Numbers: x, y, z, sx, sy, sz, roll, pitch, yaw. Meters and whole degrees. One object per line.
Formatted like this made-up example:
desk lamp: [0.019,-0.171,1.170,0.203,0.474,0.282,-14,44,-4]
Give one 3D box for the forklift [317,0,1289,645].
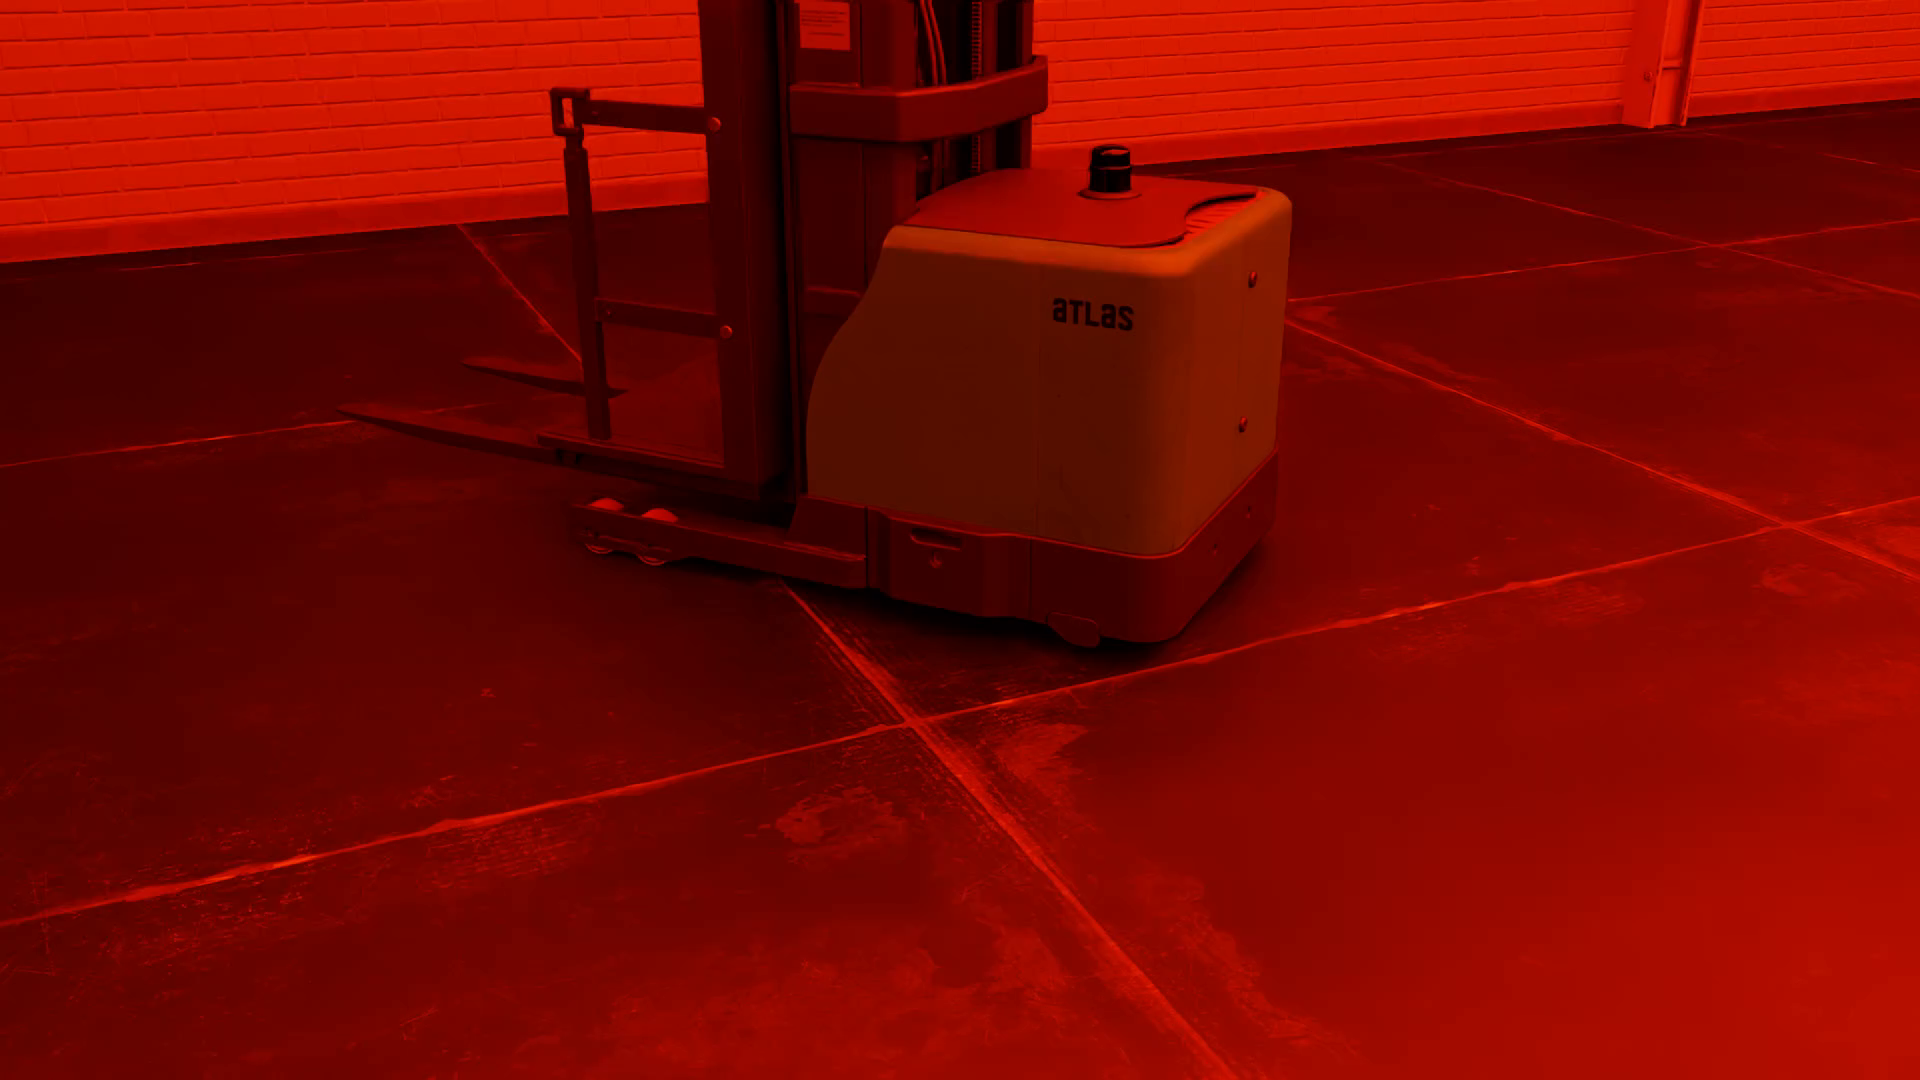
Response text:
forklift: [-0.613,-1.436,4.744,3.031,2.935,1.130,10,24,22]
